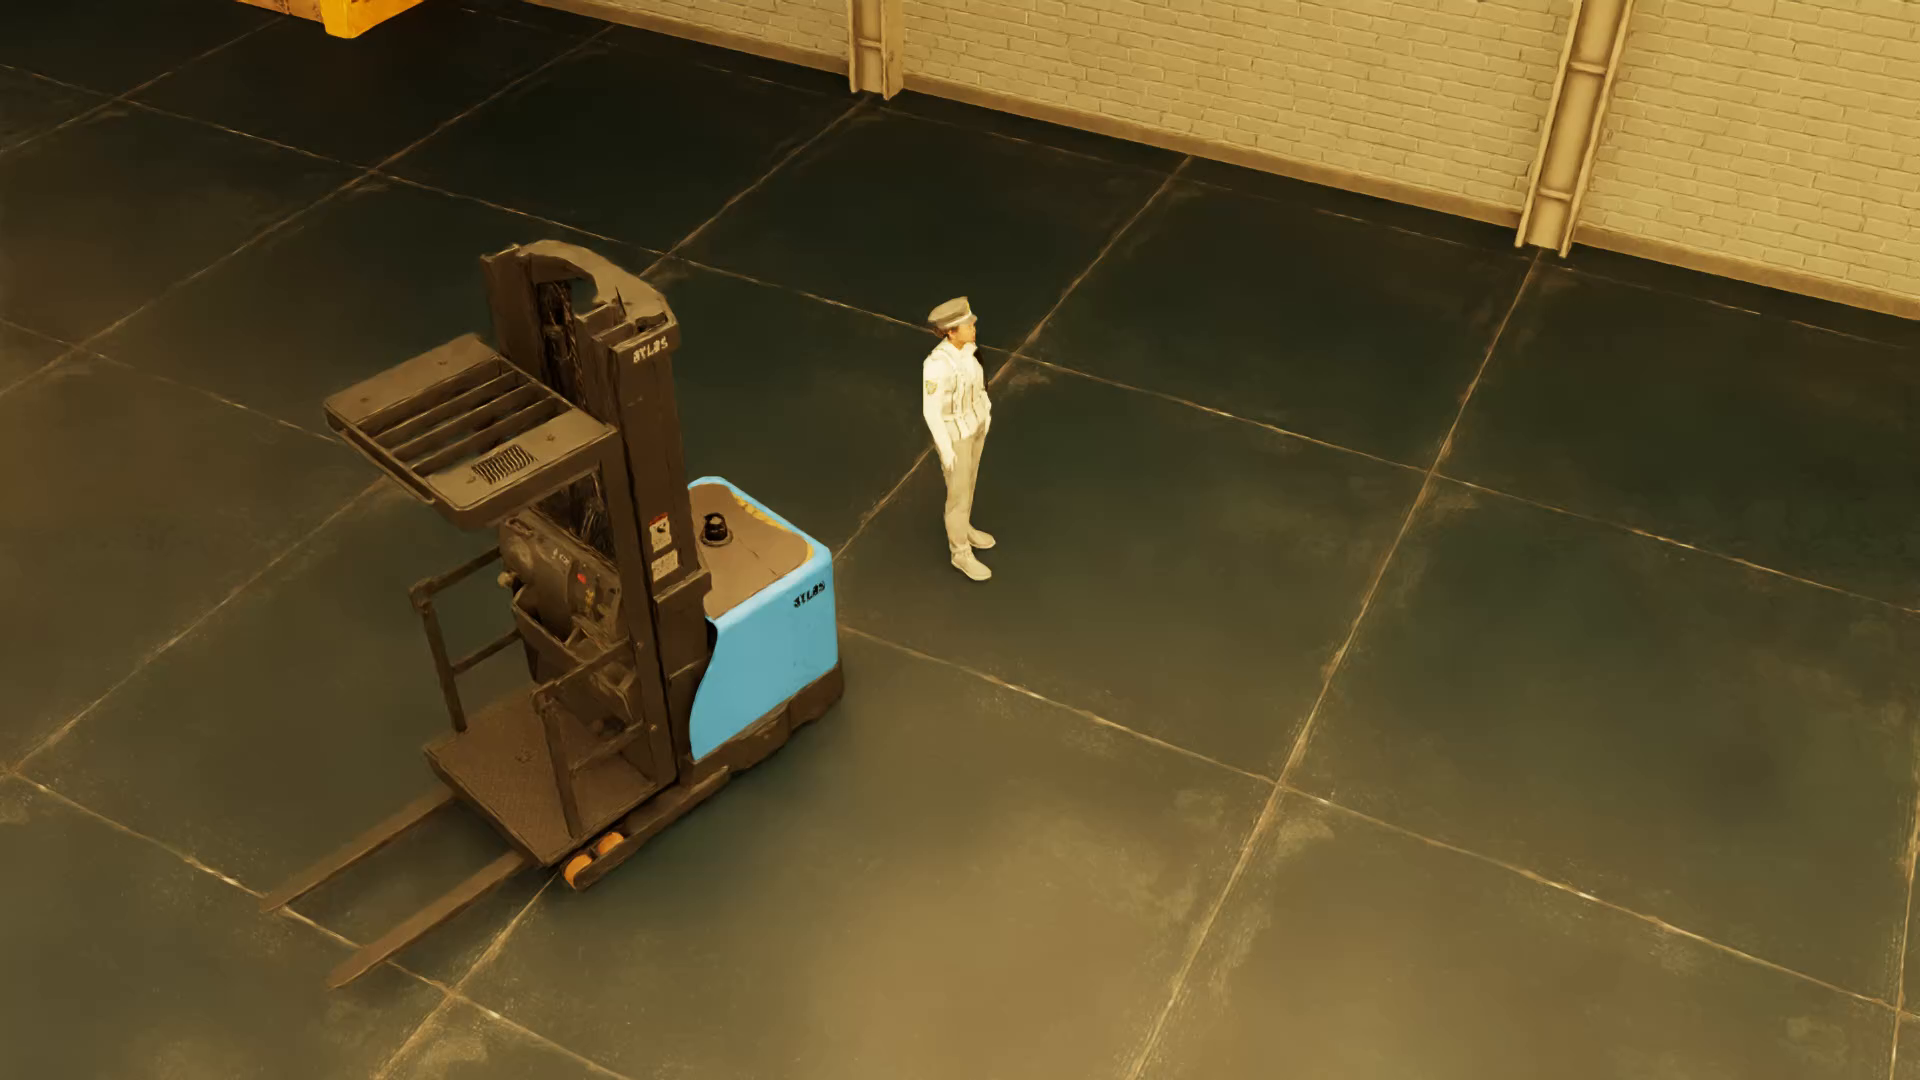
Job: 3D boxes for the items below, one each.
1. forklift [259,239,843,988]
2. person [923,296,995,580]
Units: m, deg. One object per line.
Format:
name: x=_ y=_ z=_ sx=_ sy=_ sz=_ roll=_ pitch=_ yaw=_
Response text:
forklift: x=-2.028 y=0.223 z=7.722 sx=1.130 sy=2.935 sz=3.031 roll=32 pitch=49 yaw=32
person: x=0.057 y=-0.630 z=9.682 sx=0.532 sy=1.695 sz=0.586 roll=18 pitch=43 yaw=21
